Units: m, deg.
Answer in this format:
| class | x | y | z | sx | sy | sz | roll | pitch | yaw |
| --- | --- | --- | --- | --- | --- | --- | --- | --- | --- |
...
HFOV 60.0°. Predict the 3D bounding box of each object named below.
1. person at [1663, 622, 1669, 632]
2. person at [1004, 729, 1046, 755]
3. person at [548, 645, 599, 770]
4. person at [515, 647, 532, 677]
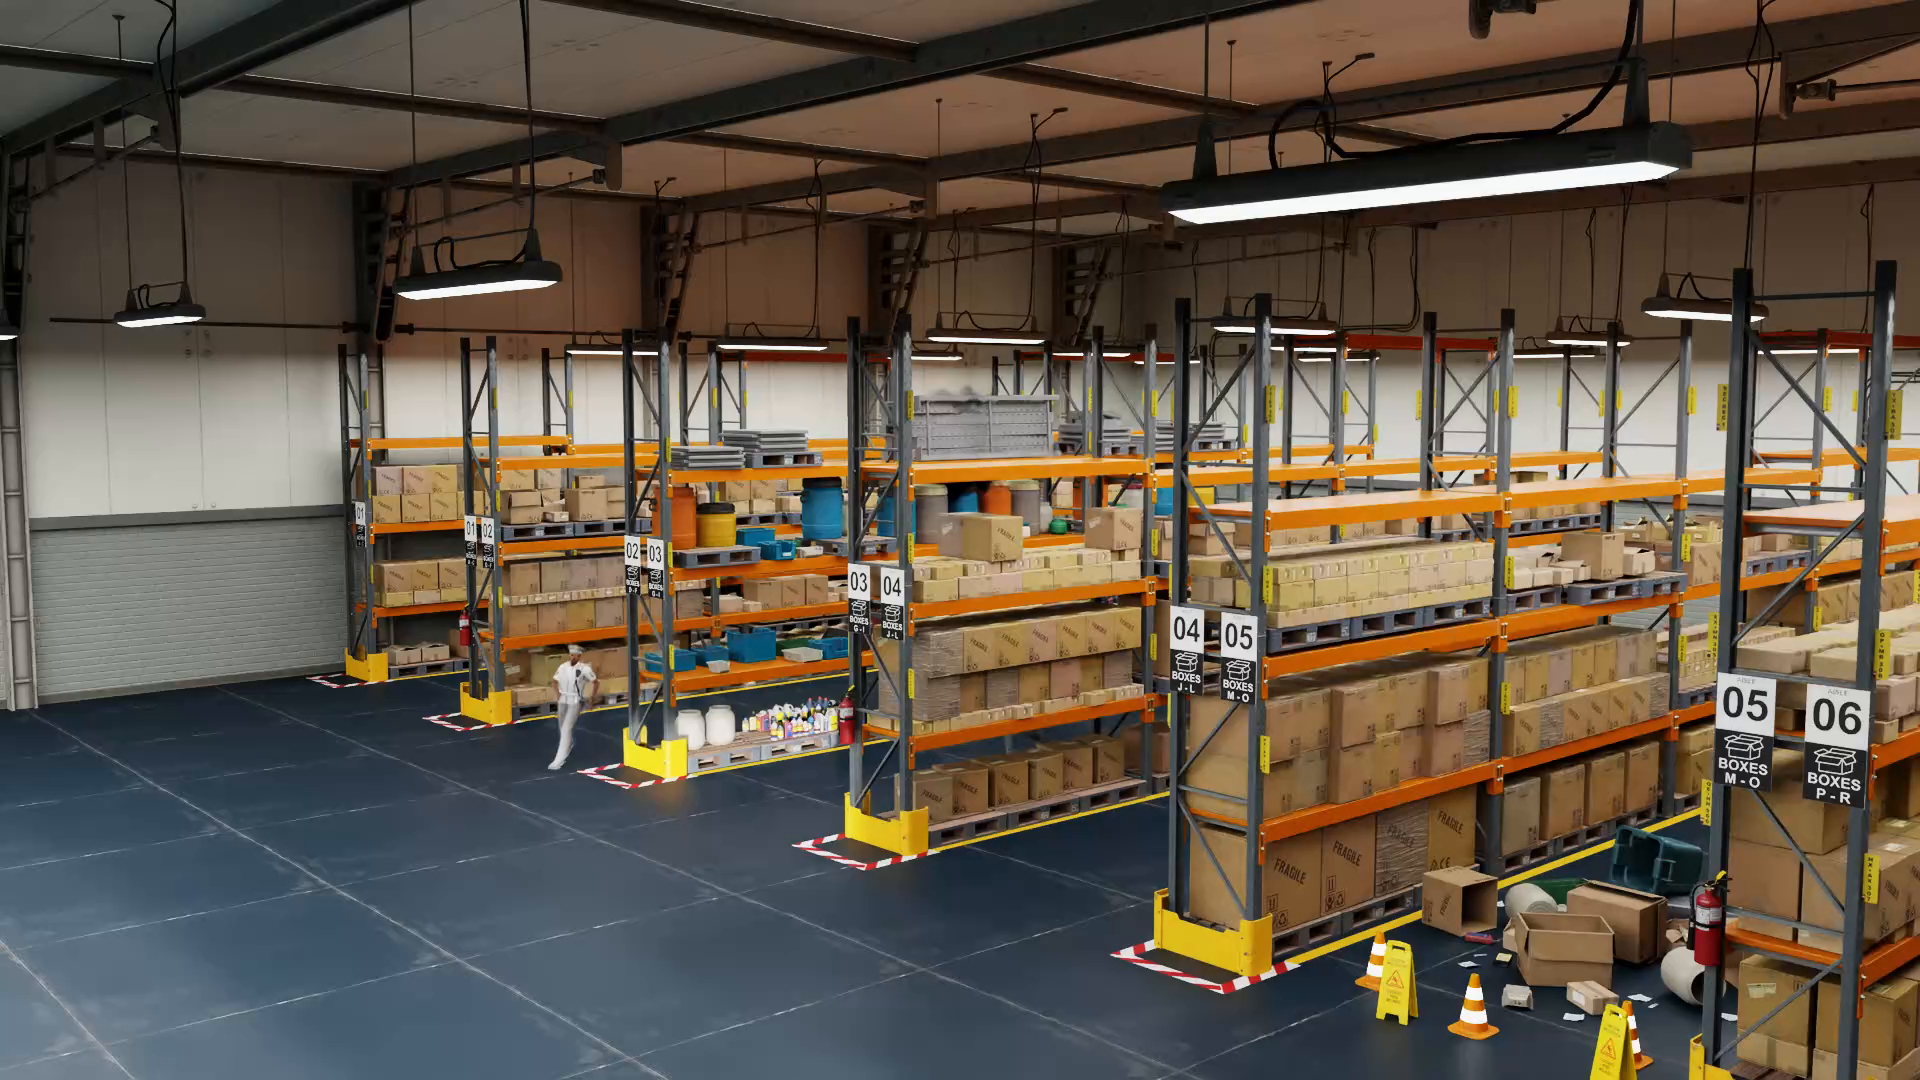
| class | x | y | z | sx | sy | sz | roll | pitch | yaw |
| --- | --- | --- | --- | --- | --- | --- | --- | --- | --- |
| person | 10.441 | 2.106 | 24.497 | 0.783 | 1.818 | 0.670 | -5 | 7 | -42 |
| person | 0.848 | 2.232 | 23.114 | 0.714 | 1.736 | 0.846 | 4 | 7 | 38 |
| person | -5.347 | 2.267 | 22.952 | 0.654 | 1.684 | 0.852 | 1 | 5 | 13 |
| person | -7.532 | 1.780 | 28.418 | 0.592 | 1.734 | 0.684 | 5 | 7 | 41 |
